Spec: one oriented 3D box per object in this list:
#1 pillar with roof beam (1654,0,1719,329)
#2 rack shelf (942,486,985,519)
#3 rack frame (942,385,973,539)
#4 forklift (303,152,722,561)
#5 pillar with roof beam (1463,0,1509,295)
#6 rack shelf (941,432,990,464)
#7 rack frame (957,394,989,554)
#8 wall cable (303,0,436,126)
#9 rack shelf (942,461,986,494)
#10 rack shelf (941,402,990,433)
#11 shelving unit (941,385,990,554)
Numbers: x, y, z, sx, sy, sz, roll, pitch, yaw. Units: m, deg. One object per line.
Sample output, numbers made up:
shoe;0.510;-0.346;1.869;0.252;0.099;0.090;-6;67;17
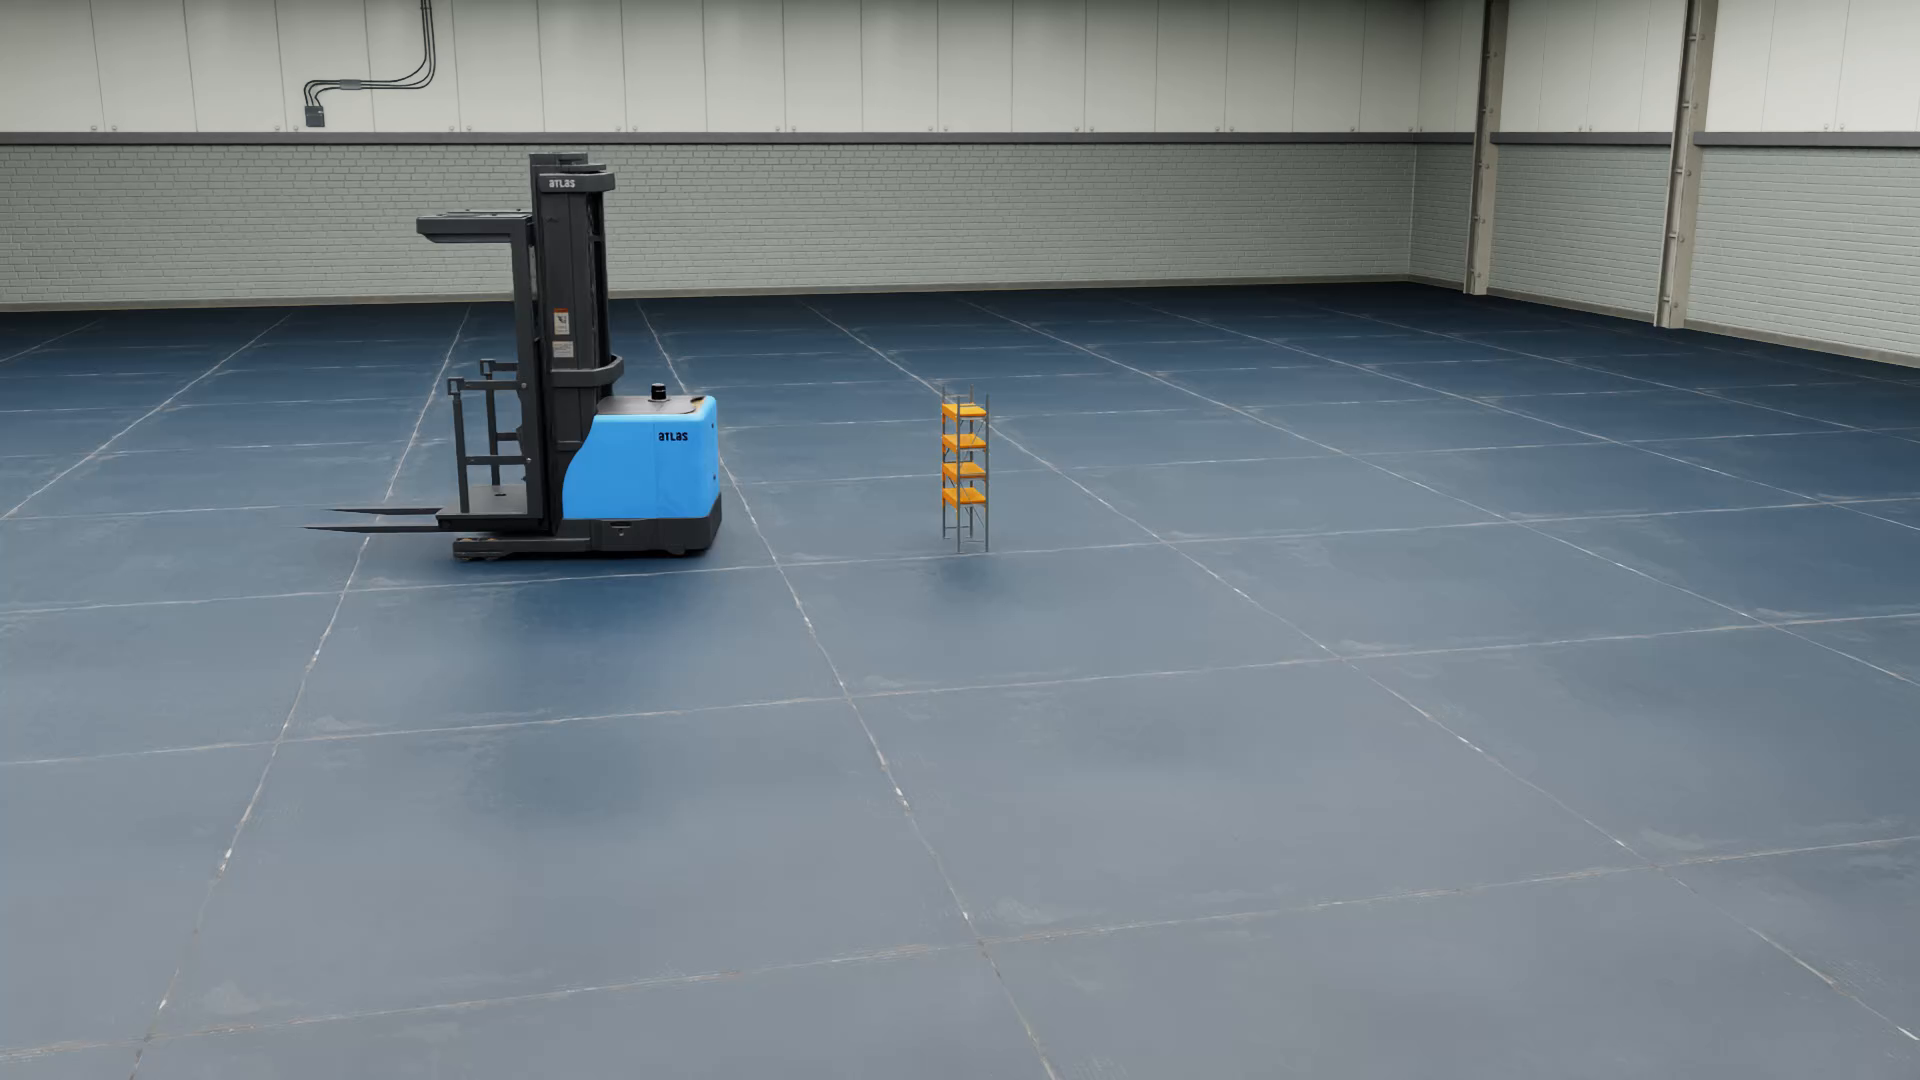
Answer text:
pillar with roof beam;7.403;-7.611;25.121;9.100;9.000;0.400;-3;14;-13
rack shelf;0.039;-0.286;12.691;0.258;0.148;0.480;-3;14;-13
rack frame;-0.018;-0.601;12.859;0.240;1.200;0.015;-3;14;-13
forklift;-3.395;-1.395;12.463;3.031;2.935;1.130;-1;14;-2
pillar with roof beam;5.994;-8.996;30.786;9.100;9.000;0.400;-3;14;-13
rack shelf;0.039;-0.697;12.591;0.258;0.148;0.480;-3;14;-13
rack frame;0.096;-0.488;12.398;0.240;1.200;0.015;-3;14;-13
wall cable;-10.616;-10.411;29.413;2.305;6.003;0.169;-3;14;-13
rack shelf;0.039;-0.479;12.644;0.258;0.148;0.480;-3;14;-13
rack shelf;0.039;-0.926;12.535;0.258;0.148;0.480;-3;14;-13
shelving unit;0.039;-0.545;12.628;0.258;1.200;0.503;-3;14;-13
